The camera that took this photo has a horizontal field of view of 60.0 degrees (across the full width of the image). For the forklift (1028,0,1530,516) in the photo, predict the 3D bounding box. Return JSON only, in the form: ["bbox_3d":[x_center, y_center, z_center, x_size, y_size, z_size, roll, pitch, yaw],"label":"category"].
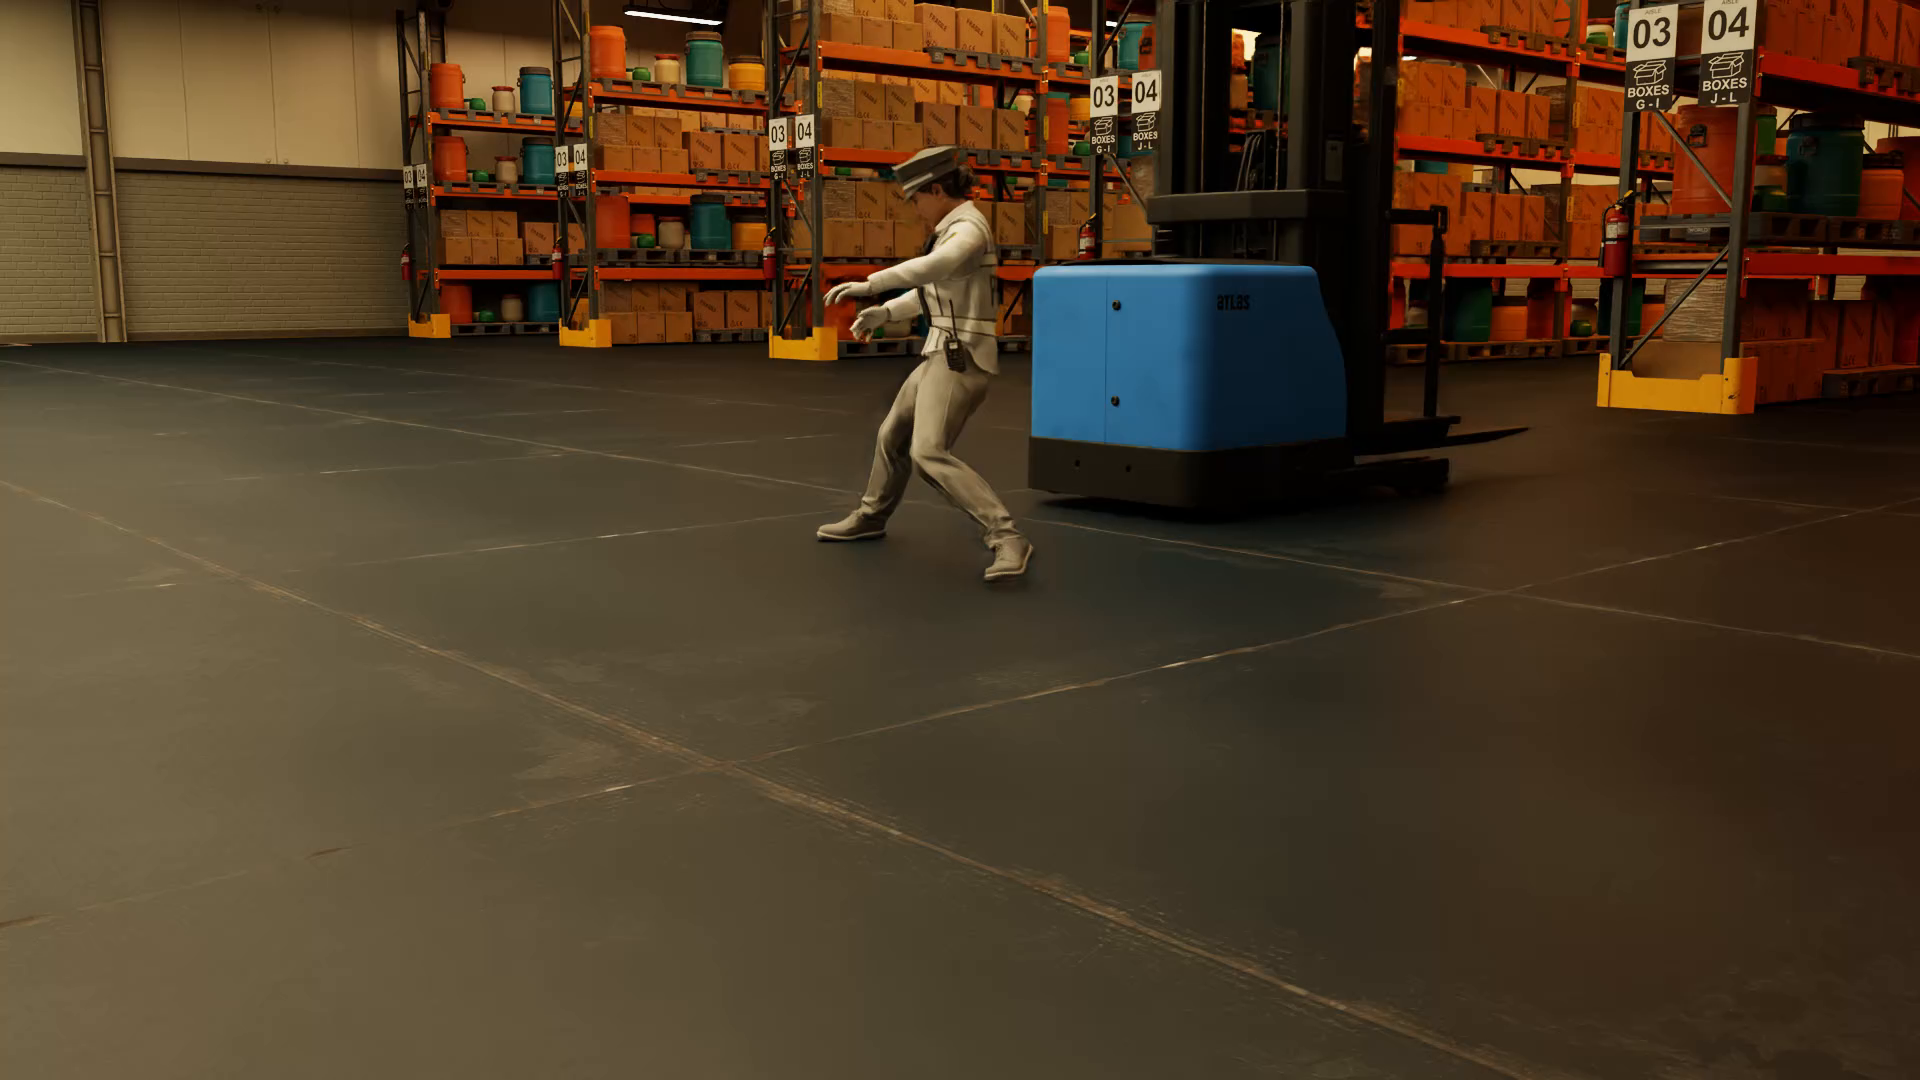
[{"bbox_3d":[1.740,-1.716,8.043,3.031,2.935,1.130,-8,12,-42],"label":"forklift"}]

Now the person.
[{"bbox_3d":[-0.152,-0.651,5.908,0.790,1.473,1.245,0,9,-1],"label":"person"}]
